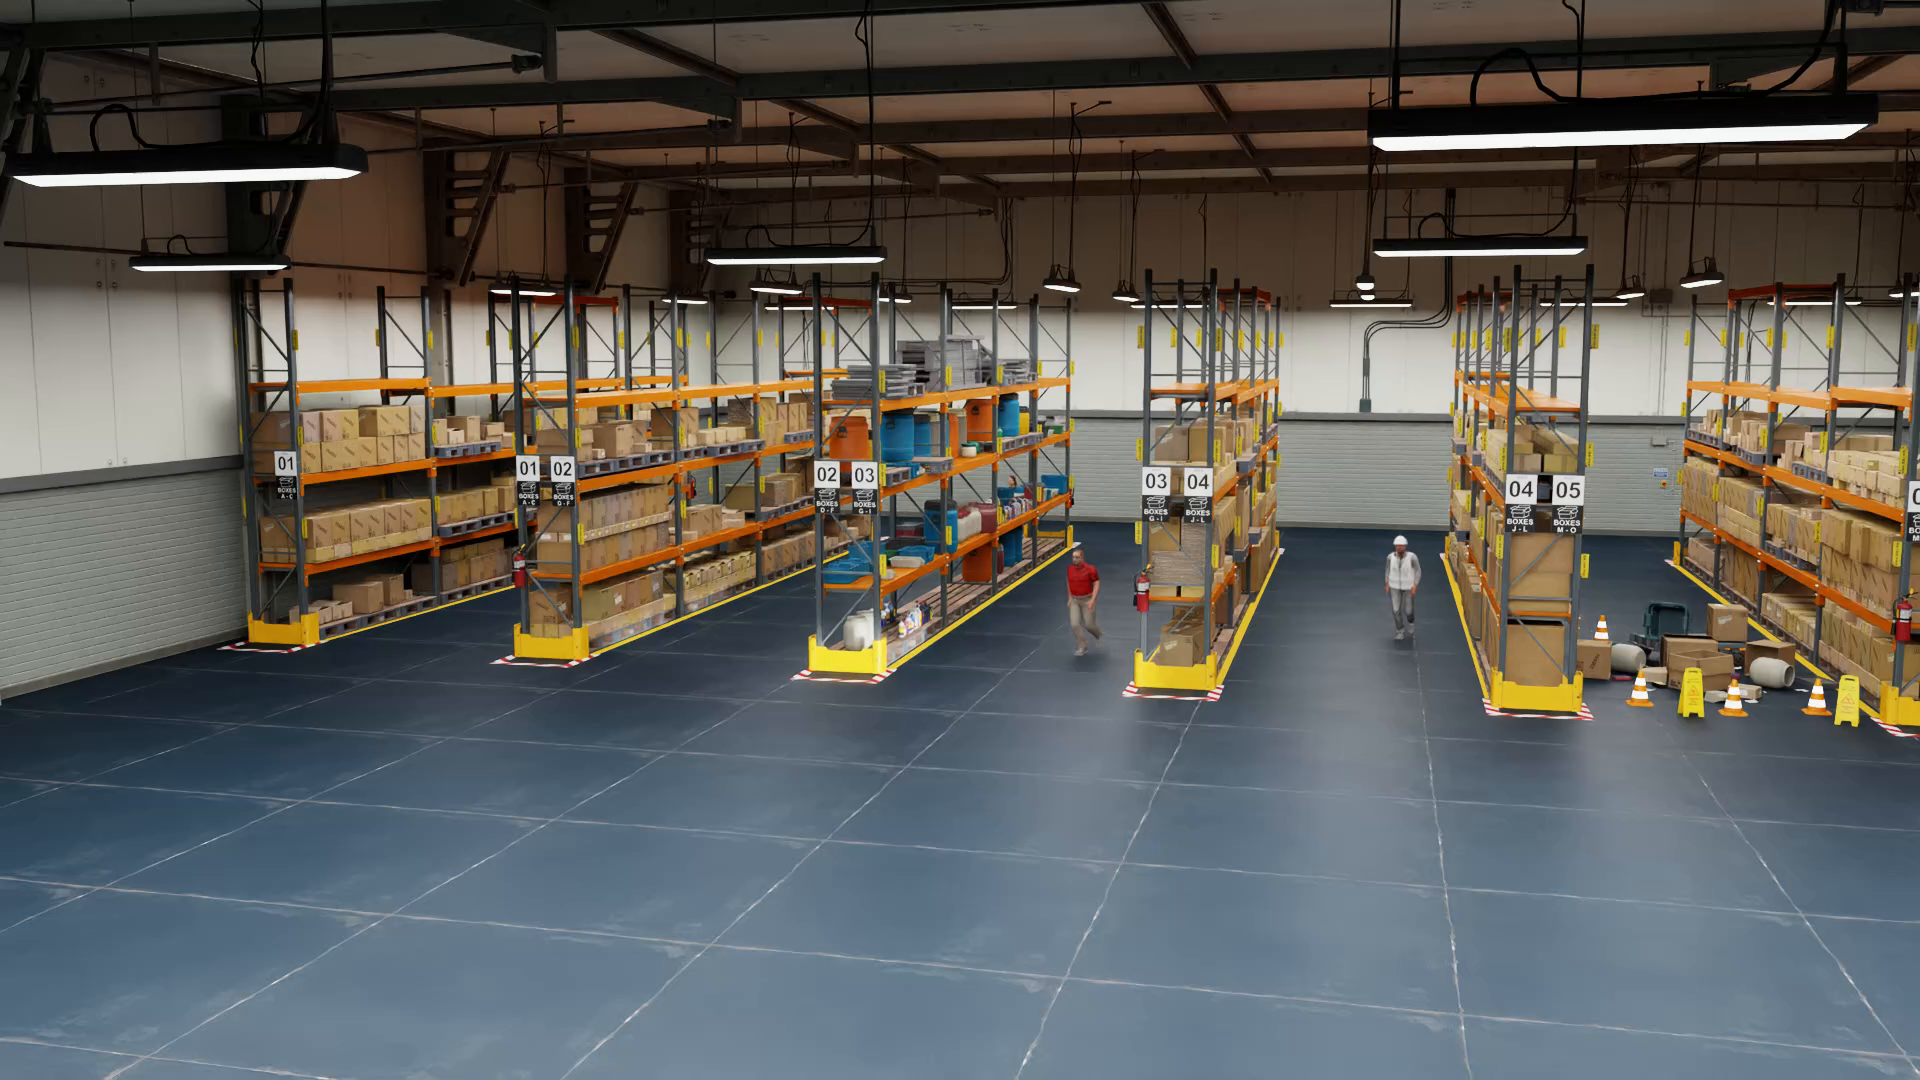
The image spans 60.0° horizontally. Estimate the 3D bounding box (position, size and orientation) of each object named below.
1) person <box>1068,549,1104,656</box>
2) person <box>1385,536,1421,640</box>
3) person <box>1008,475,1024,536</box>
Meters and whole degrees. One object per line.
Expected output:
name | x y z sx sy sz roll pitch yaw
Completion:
person | 2.020 0.975 26.674 0.596 1.701 0.669 4 8 31
person | 7.478 0.784 28.031 0.600 1.754 0.660 3 8 26
person | 1.341 -0.808 41.732 0.946 1.643 0.435 -2 7 -16
